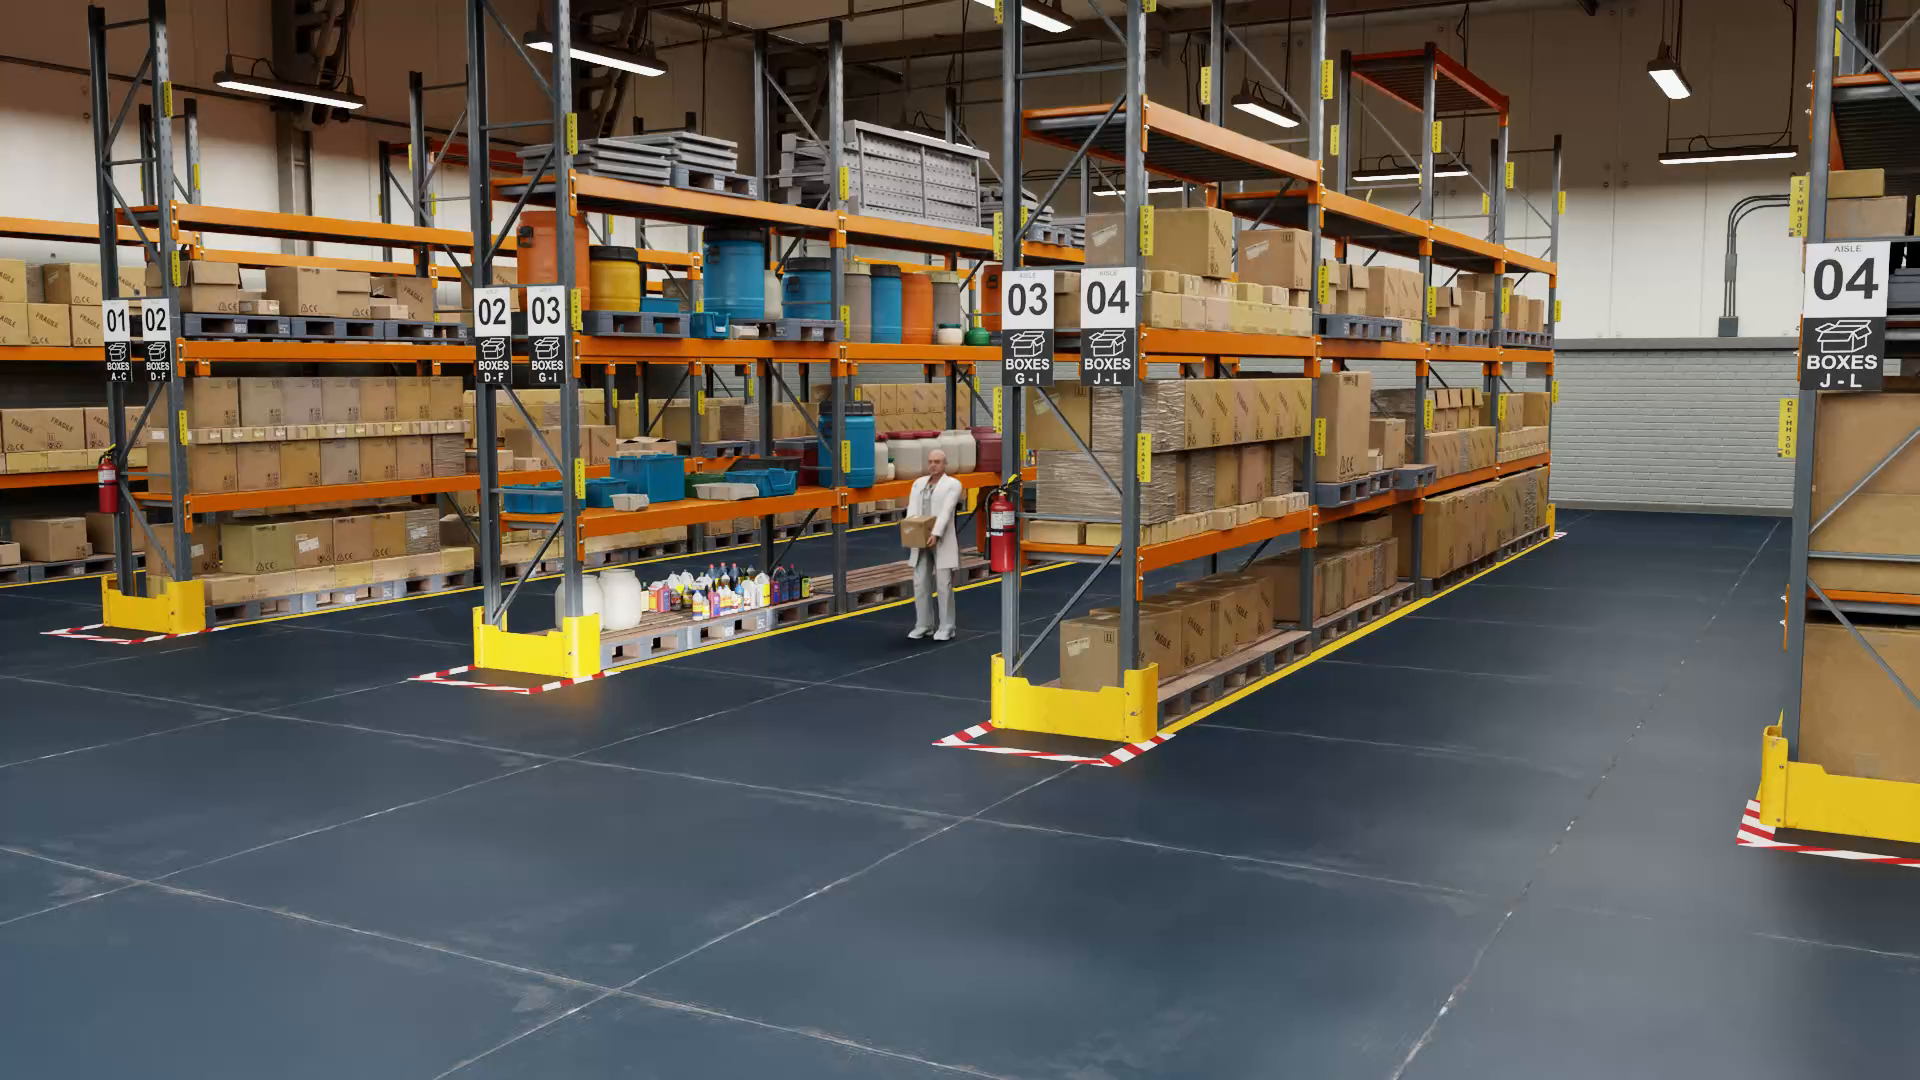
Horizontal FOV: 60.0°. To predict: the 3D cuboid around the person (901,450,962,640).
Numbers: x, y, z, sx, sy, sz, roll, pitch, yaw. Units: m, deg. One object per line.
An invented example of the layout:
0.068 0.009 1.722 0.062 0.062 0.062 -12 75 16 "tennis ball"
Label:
-0.285 0.051 15.581 0.526 1.780 0.551 3 7 28 "person"
